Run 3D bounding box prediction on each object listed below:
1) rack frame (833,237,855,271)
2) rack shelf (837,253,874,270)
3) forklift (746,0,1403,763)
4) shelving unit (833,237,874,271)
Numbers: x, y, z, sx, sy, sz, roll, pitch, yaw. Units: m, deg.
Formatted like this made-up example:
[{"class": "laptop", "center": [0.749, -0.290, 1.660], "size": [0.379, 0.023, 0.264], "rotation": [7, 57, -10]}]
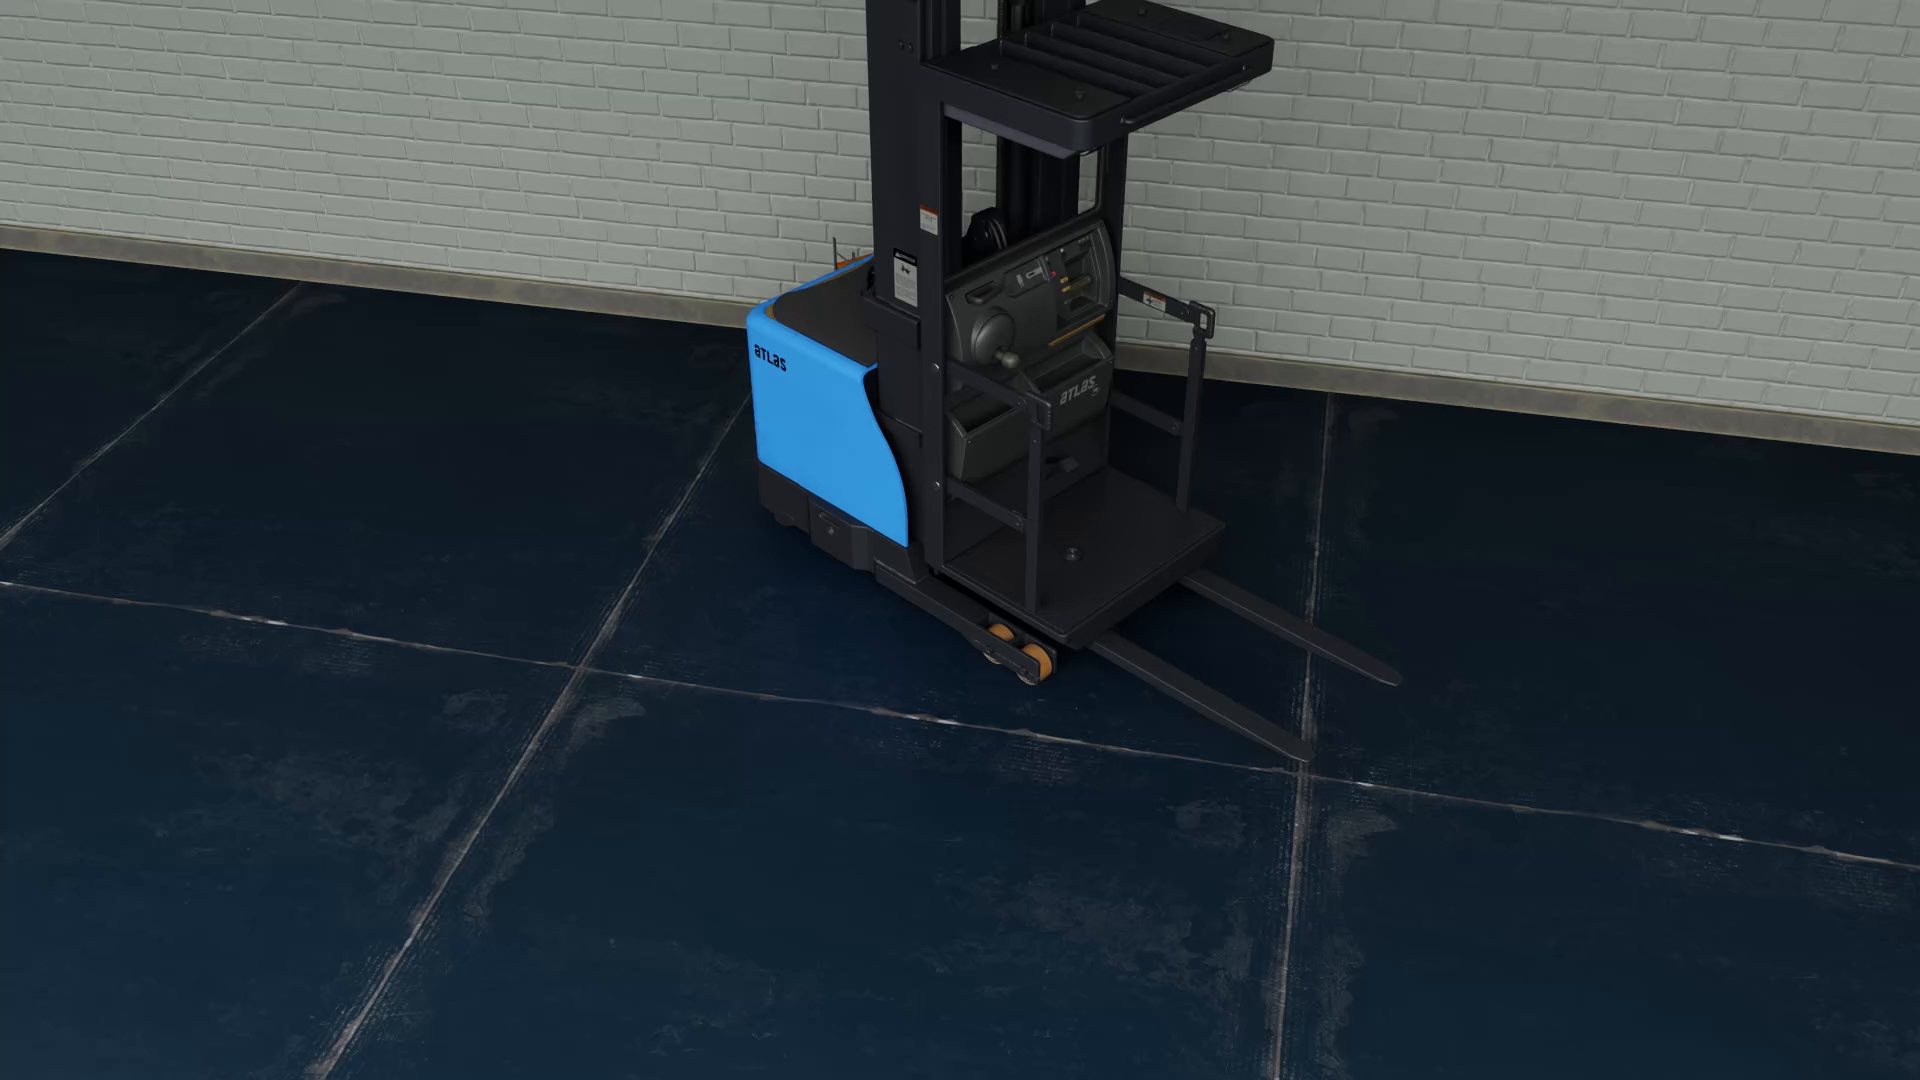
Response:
[{"class": "rack frame", "center": [-0.552, -0.976, 8.202], "size": [0.008, 1.050, 0.200], "rotation": [-21, 41, -26]}, {"class": "rack shelf", "center": [-0.450, -1.236, 8.095], "size": [0.240, 0.259, 0.215], "rotation": [-21, 41, -26]}, {"class": "forklift", "center": [0.447, -0.933, 6.539], "size": [3.031, 2.935, 1.130], "rotation": [30, 45, 34]}, {"class": "shelving unit", "center": [-0.450, -1.015, 8.255], "size": [0.252, 1.050, 0.215], "rotation": [-21, 41, -26]}]
